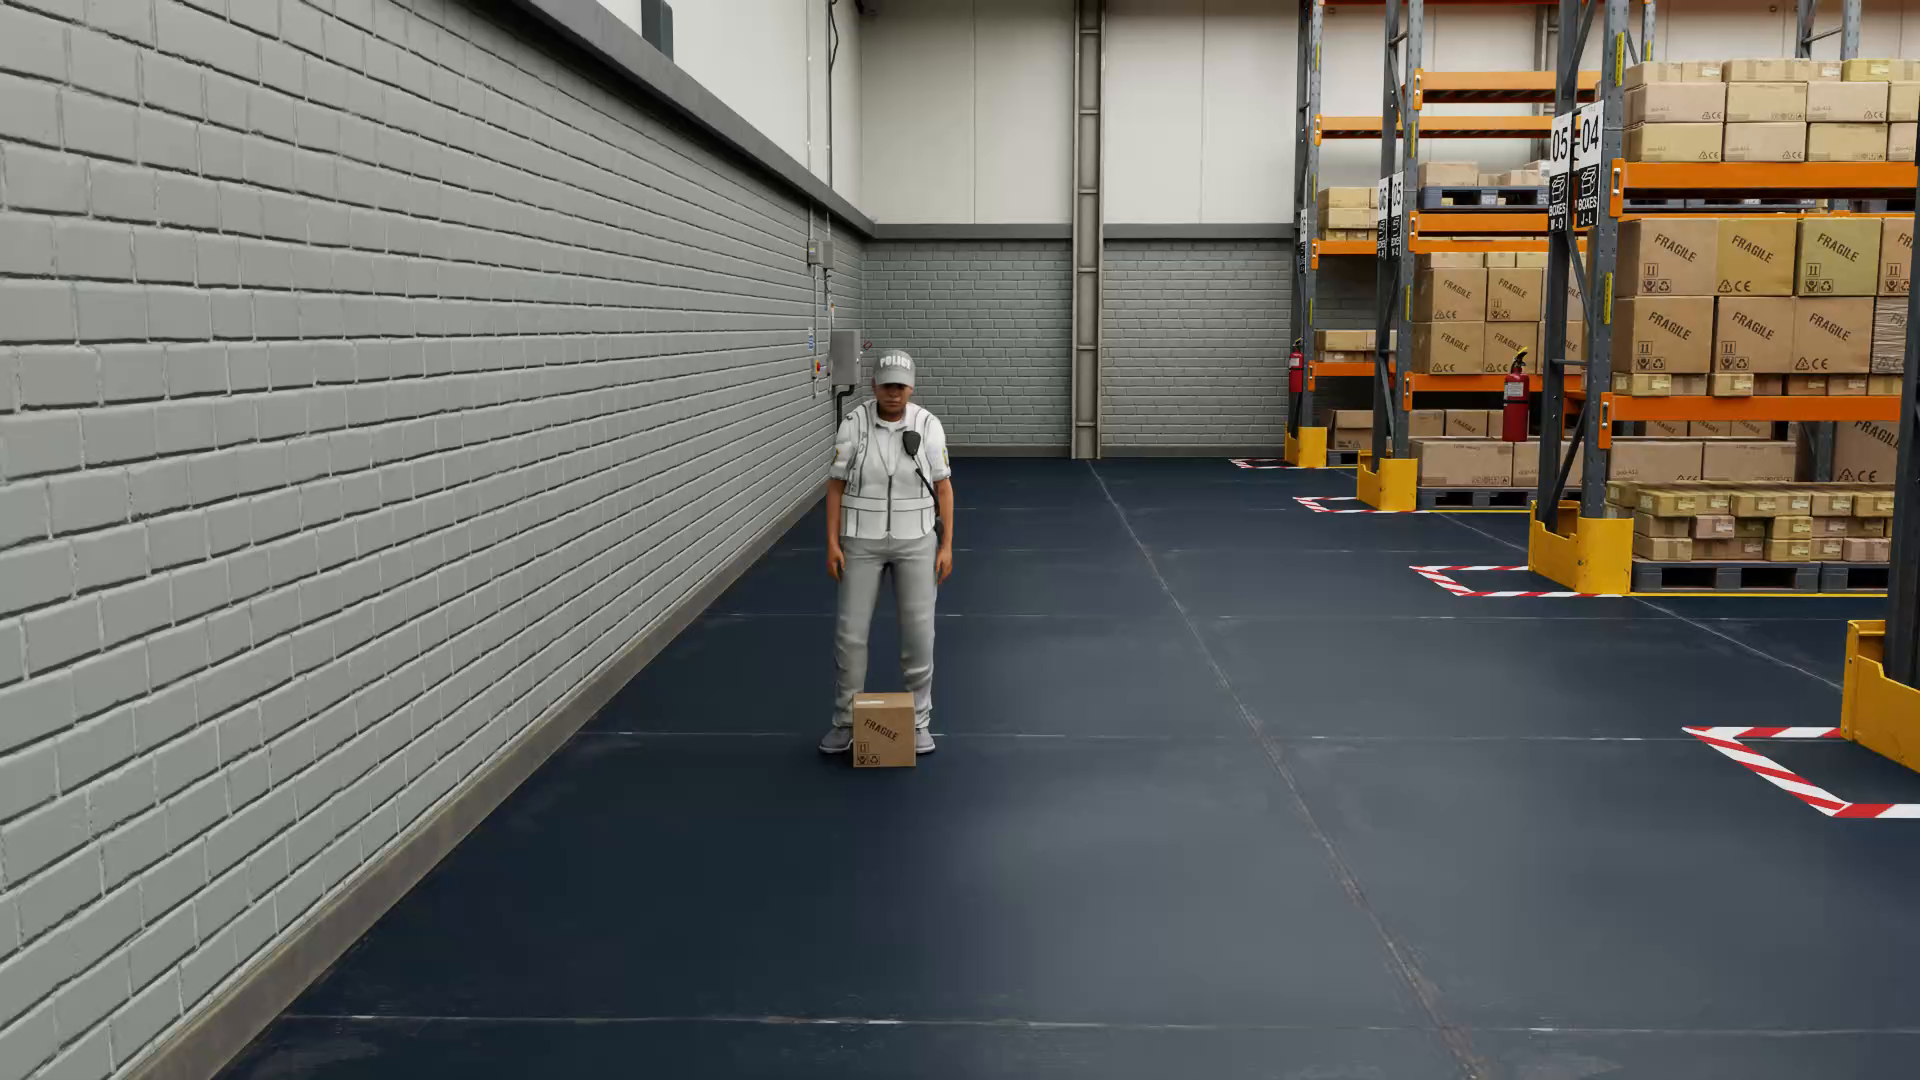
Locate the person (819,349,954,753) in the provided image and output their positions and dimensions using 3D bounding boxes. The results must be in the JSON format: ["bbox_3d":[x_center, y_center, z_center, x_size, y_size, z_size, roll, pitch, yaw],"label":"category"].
[{"bbox_3d":[-0.307,0.044,6.905,0.564,1.667,0.452,0,7,-2],"label":"person"}]
